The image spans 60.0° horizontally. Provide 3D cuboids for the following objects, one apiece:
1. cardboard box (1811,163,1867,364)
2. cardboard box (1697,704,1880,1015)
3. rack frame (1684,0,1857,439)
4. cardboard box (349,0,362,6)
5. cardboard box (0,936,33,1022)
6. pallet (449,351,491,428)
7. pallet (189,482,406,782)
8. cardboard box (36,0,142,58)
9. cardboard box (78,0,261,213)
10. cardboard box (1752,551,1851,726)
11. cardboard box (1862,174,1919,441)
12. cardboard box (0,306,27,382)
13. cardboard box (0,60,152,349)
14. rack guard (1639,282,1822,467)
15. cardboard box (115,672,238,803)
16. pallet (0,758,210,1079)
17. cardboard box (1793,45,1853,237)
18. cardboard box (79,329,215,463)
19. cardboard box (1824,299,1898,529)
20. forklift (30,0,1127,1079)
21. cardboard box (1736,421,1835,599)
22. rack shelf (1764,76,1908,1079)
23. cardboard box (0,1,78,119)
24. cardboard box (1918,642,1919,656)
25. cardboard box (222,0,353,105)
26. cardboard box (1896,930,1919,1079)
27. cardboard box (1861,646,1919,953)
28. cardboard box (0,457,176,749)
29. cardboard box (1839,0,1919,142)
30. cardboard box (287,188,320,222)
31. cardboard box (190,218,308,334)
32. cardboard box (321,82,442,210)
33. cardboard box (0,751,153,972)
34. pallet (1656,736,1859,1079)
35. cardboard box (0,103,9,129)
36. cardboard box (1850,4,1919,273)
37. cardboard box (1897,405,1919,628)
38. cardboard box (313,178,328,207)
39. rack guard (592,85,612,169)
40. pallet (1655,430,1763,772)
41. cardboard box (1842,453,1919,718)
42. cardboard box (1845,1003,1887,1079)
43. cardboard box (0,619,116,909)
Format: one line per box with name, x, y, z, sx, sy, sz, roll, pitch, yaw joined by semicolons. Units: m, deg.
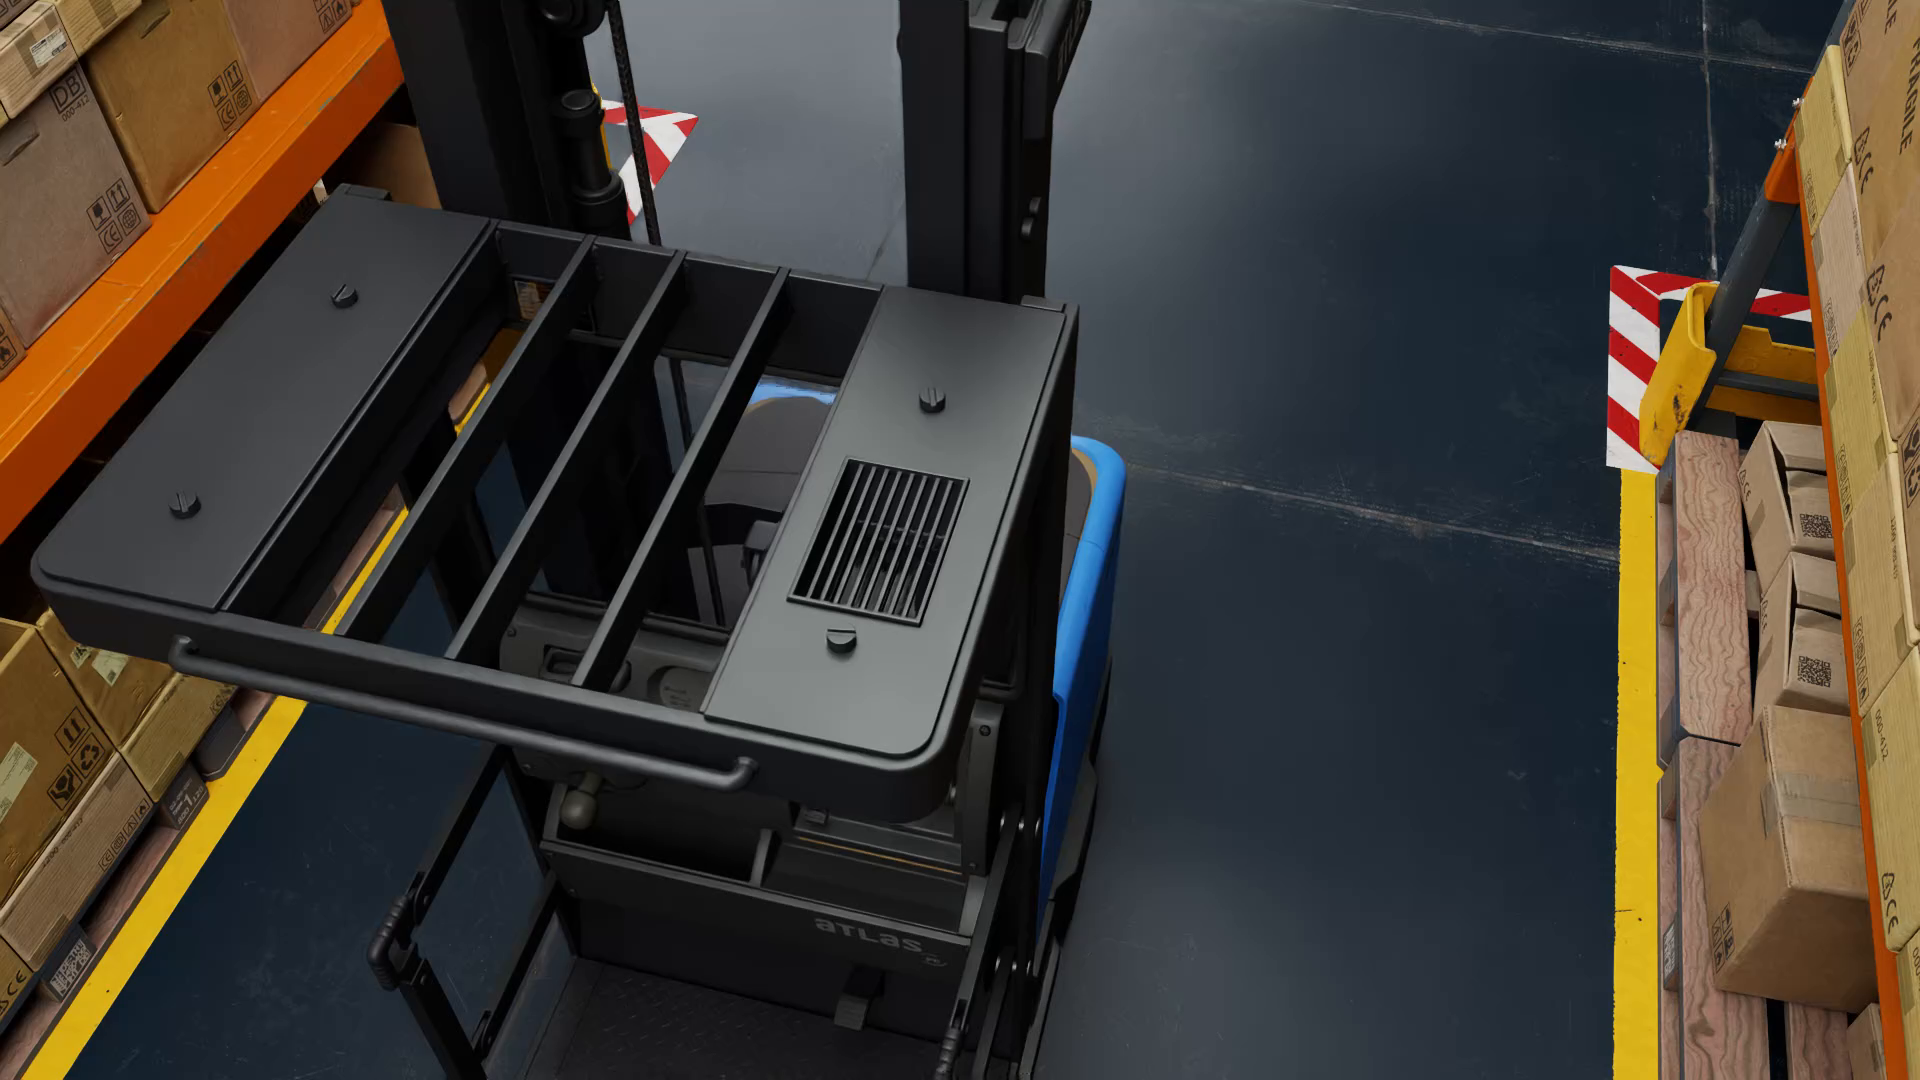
cardboard box;2.310;-0.599;3.865;0.500;0.250;0.500;10;49;9
cardboard box;2.207;0.786;3.929;0.700;0.500;0.500;9;49;8
rack frame;2.867;-1.311;4.407;1.000;3.000;0.127;12;50;10
cardboard box;-2.048;-1.984;4.934;0.700;0.500;0.500;12;50;10
cardboard box;-2.551;1.103;3.830;0.500;0.250;0.500;12;50;10
pallet;-2.074;-0.802;5.817;1.003;0.211;1.213;12;50;10
pallet;-2.397;0.078;5.040;1.003;0.211;1.213;12;50;10
cardboard box;-2.169;-1.283;3.882;0.380;0.149;0.250;13;50;11
cardboard box;-2.318;-1.245;4.282;0.700;0.500;0.500;12;50;10
cardboard box;2.448;0.328;4.460;0.500;0.311;0.500;15;50;13
cardboard box;2.170;-0.502;3.279;0.500;0.500;0.500;10;49;9
cardboard box;-2.586;-0.493;3.618;0.700;0.500;0.500;12;50;11
cardboard box;-2.453;-0.864;3.945;0.700;0.500;0.500;13;50;11
rack guard;2.847;-0.429;5.295;1.175;0.500;0.348;12;50;10
cardboard box;-2.278;0.381;4.467;0.500;0.250;0.500;12;50;10
pallet;-2.716;0.963;4.259;1.003;0.211;1.213;12;50;10
cardboard box;2.433;-0.978;4.199;0.500;0.250;0.500;10;49;9
cardboard box;-2.149;-0.229;4.505;0.500;0.500;0.500;12;50;10
cardboard box;2.170;-0.232;3.541;0.500;0.250;0.500;11;49;9
forklift;-0.440;0.489;2.863;1.130;2.935;3.031;11;49;9
cardboard box;2.598;-0.084;4.824;0.500;0.311;0.500;7;49;6
rack shelf;2.341;0.374;3.399;1.077;0.370;4.000;12;50;10
cardboard box;-2.236;-1.097;3.719;0.380;0.149;0.250;11;49;10
cardboard box;1.909;0.250;2.615;0.500;0.500;0.500;10;49;9
cardboard box;-2.182;-1.603;4.598;0.700;0.500;0.500;13;50;11
cardboard box;1.786;0.864;2.573;0.500;0.250;0.500;12;50;10
cardboard box;1.903;0.497;2.897;0.500;0.250;0.500;11;50;10
cardboard box;-2.278;0.133;4.186;0.500;0.500;0.500;12;50;10
cardboard box;2.452;-1.230;3.922;0.500;0.500;0.500;12;50;10
cardboard box;-2.398;-1.057;5.236;0.500;0.500;0.500;12;50;10
cardboard box;-2.016;-0.590;4.824;0.500;0.500;0.500;12;50;10
cardboard box;-1.767;-1.317;5.465;0.500;0.500;0.500;12;50;10
cardboard box;-2.414;0.742;4.148;0.500;0.250;0.500;12;50;10
pallet;2.276;1.127;4.115;1.003;0.211;1.213;12;50;10
cardboard box;-2.304;-0.918;3.560;0.380;0.149;0.250;11;50;10
cardboard box;2.312;-0.875;3.608;0.500;0.500;0.500;12;50;10
cardboard box;2.046;-0.127;2.948;0.500;0.500;0.500;13;50;11
cardboard box;-2.269;-1.171;5.837;0.500;0.250;0.500;12;50;10
rack guard;-1.906;-1.476;6.219;1.175;0.500;0.348;12;50;10
pallet;2.599;0.247;4.891;1.003;0.211;1.213;12;50;10
cardboard box;2.035;0.133;3.219;0.500;0.250;0.500;12;50;10
cardboard box;2.255;1.227;3.774;0.380;0.149;0.250;8;49;7
cardboard box;-2.417;0.493;3.868;0.500;0.500;0.500;12;50;10
